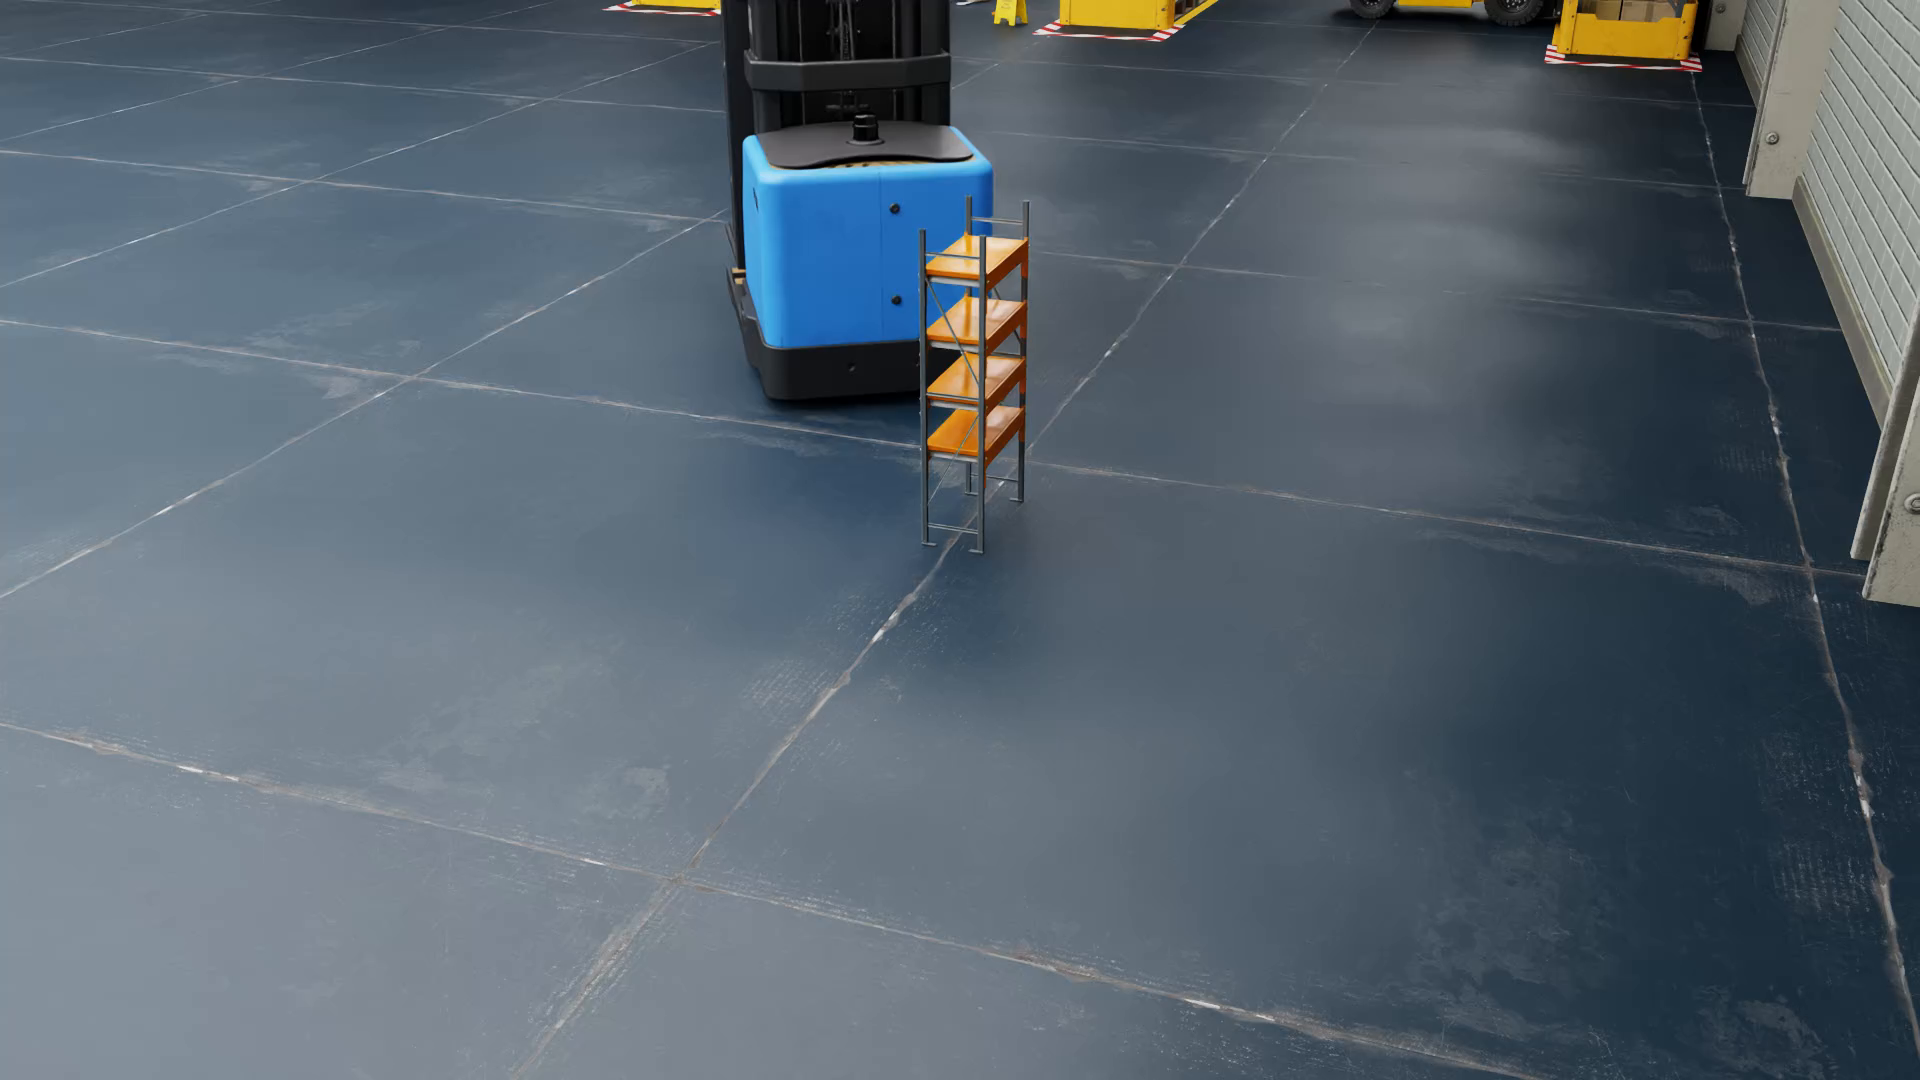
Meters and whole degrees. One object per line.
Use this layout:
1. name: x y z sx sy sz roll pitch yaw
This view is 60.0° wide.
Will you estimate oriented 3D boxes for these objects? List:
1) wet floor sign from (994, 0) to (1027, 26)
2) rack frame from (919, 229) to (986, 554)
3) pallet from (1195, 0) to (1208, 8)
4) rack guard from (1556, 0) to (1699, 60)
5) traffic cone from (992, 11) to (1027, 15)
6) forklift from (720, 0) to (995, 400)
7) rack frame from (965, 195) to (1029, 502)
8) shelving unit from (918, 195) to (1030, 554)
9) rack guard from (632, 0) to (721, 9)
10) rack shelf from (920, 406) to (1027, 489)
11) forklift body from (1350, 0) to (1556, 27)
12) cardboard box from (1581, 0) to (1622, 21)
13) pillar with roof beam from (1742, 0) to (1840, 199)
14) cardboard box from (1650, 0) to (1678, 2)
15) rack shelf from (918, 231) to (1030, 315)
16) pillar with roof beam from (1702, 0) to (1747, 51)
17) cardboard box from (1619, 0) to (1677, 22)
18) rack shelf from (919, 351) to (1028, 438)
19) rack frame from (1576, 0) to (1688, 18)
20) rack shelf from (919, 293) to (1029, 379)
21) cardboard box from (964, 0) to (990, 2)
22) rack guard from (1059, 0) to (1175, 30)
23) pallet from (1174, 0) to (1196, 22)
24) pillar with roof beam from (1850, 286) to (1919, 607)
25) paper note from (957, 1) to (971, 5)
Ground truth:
1. wet floor sign: 0.534 -5.714 17.311 0.267 0.644 0.232 20 32 35
2. rack frame: -0.026 -0.508 5.922 0.240 1.200 0.015 9 27 17
3. pallet: 2.343 -6.301 19.022 1.003 0.211 1.213 9 27 17
4. rack guard: 6.280 -4.843 15.680 1.175 0.500 0.348 9 27 17
5. traffic cone: 0.533 -5.919 17.943 0.336 0.463 0.334 9 27 17
6. forklift: -0.641 -2.558 8.170 1.130 2.935 3.031 -5 26 -10
7. rack frame: 0.136 -0.708 6.336 0.240 1.200 0.015 9 27 17
8. shelving unit: 0.055 -0.608 6.129 0.258 1.200 0.503 9 27 17
9. rack guard: -3.103 -6.238 18.560 1.175 0.500 0.348 9 27 17
10. rack shelf: 0.055 -0.369 6.245 0.258 0.148 0.480 9 27 17
11. forklift body: 5.199 -6.640 17.496 2.313 2.155 1.214 9 27 17
12. cardboard box: 6.147 -5.169 16.156 0.500 0.250 0.500 9 27 18
13. pillar with roof beam: 1.314 -6.992 10.366 9.100 9.000 0.400 9 27 17
14. cardboard box: 6.641 -5.318 15.891 0.500 0.250 0.500 9 27 18
15. rack shelf: 0.055 -0.962 5.958 0.258 0.148 0.480 9 27 17
16. pillar with roof beam: 3.310 -9.458 15.458 9.100 9.000 0.400 9 27 17
17. cardboard box: 6.636 -5.103 16.021 0.500 0.250 0.500 9 27 18
18. rack shelf: 0.055 -0.548 6.158 0.258 0.148 0.480 9 27 17
19. rack frame: 6.288 -5.978 15.155 1.000 3.000 0.127 9 27 17
20. rack shelf: 0.055 -0.749 6.061 0.258 0.148 0.480 9 27 17
21. cardboard box: 0.137 -6.245 18.977 0.250 0.149 0.380 -20 33 -36
22. rack guard: 1.632 -5.603 17.248 1.175 0.500 0.348 9 27 17
23. pallet: 1.935 -5.801 17.990 1.003 0.211 1.213 9 27 17
24. pillar with roof beam: -0.683 -4.527 5.273 9.100 9.000 0.400 9 27 17
25. paper note: 0.044 -6.037 18.684 0.148 0.019 0.142 0 26 -1
